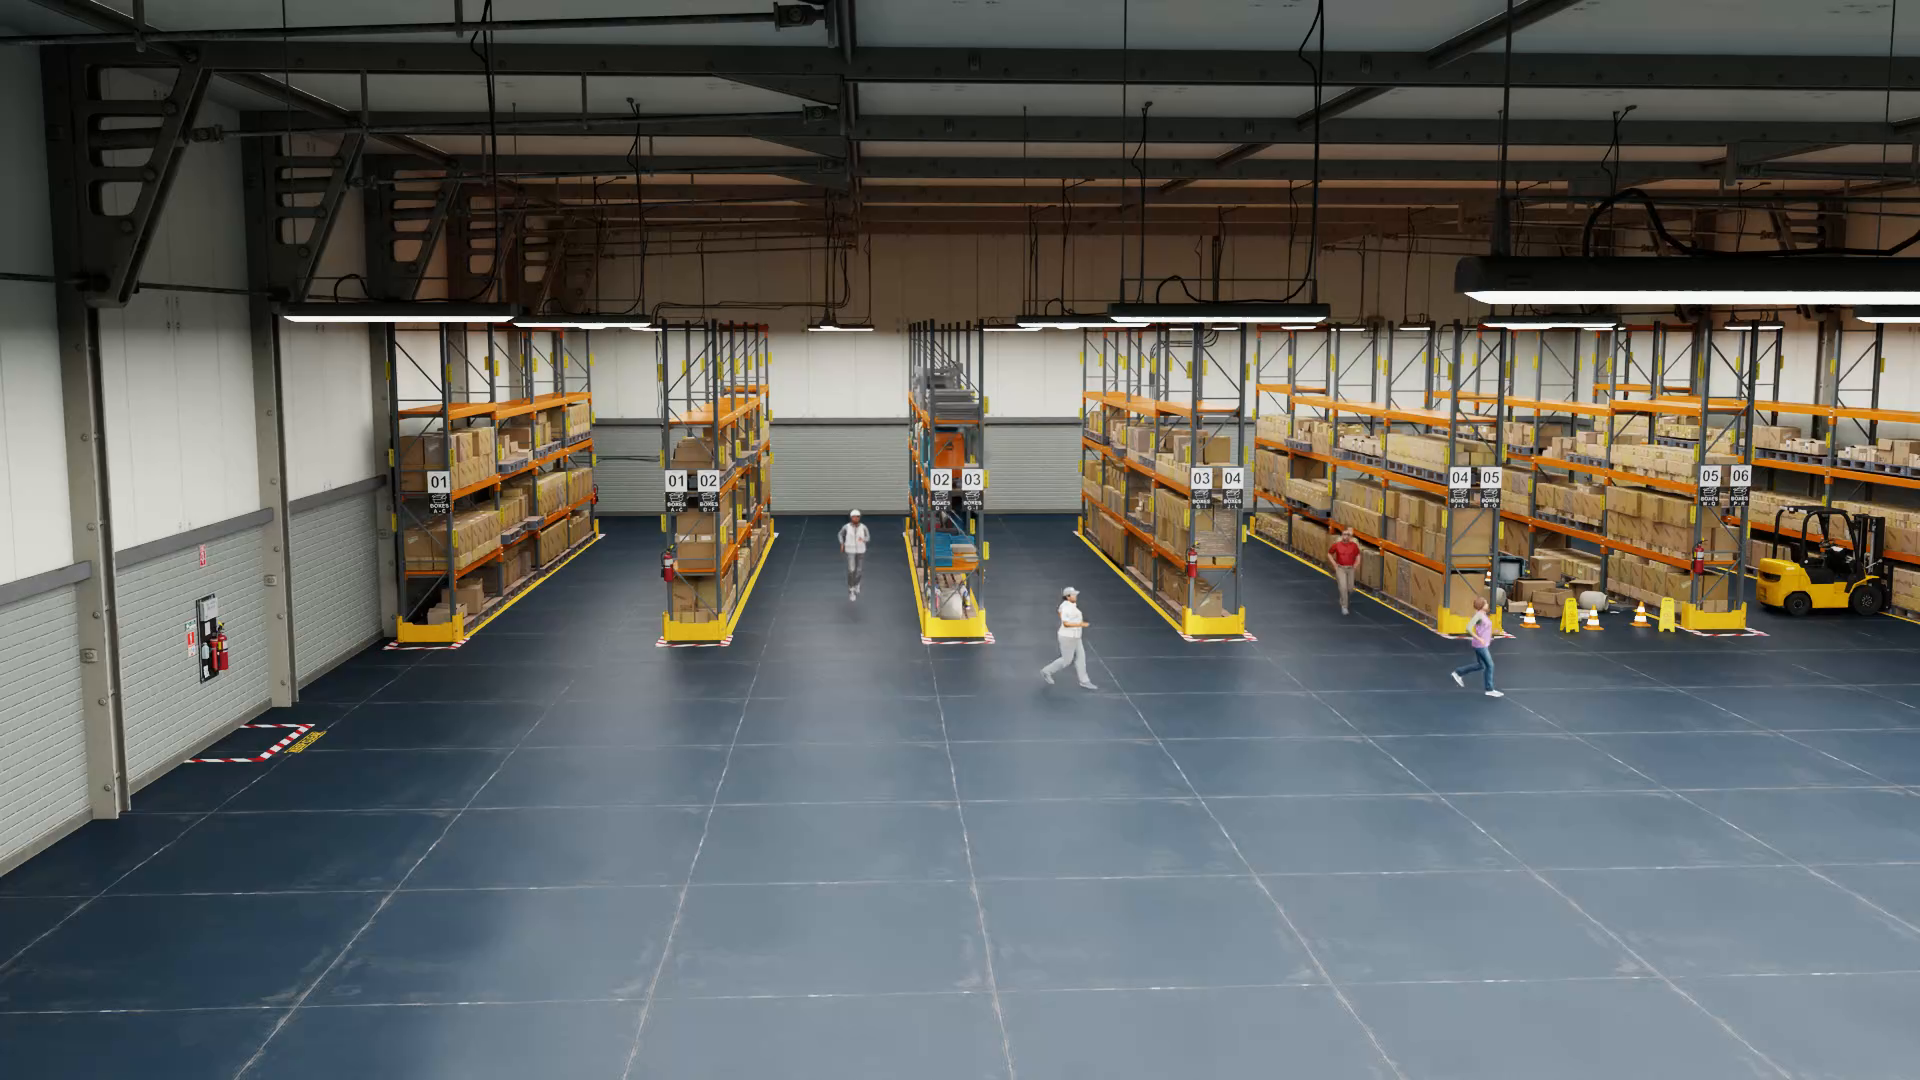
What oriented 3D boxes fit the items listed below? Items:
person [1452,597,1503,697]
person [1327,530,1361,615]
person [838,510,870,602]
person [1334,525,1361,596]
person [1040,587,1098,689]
[{"bbox_3d":[8.238,1.681,26.419,0.822,1.570,0.547,4,8,27],"label":"person"},{"bbox_3d":[7.946,0.641,34.398,0.676,1.706,0.810,0,7,-3],"label":"person"},{"bbox_3d":[-2.176,0.314,34.562,0.624,1.892,0.726,-2,7,-14],"label":"person"},{"bbox_3d":[8.265,0.528,35.461,0.556,1.710,0.709,-1,7,-9],"label":"person"},{"bbox_3d":[1.759,1.581,26.811,0.925,1.665,0.606,2,7,15],"label":"person"}]
